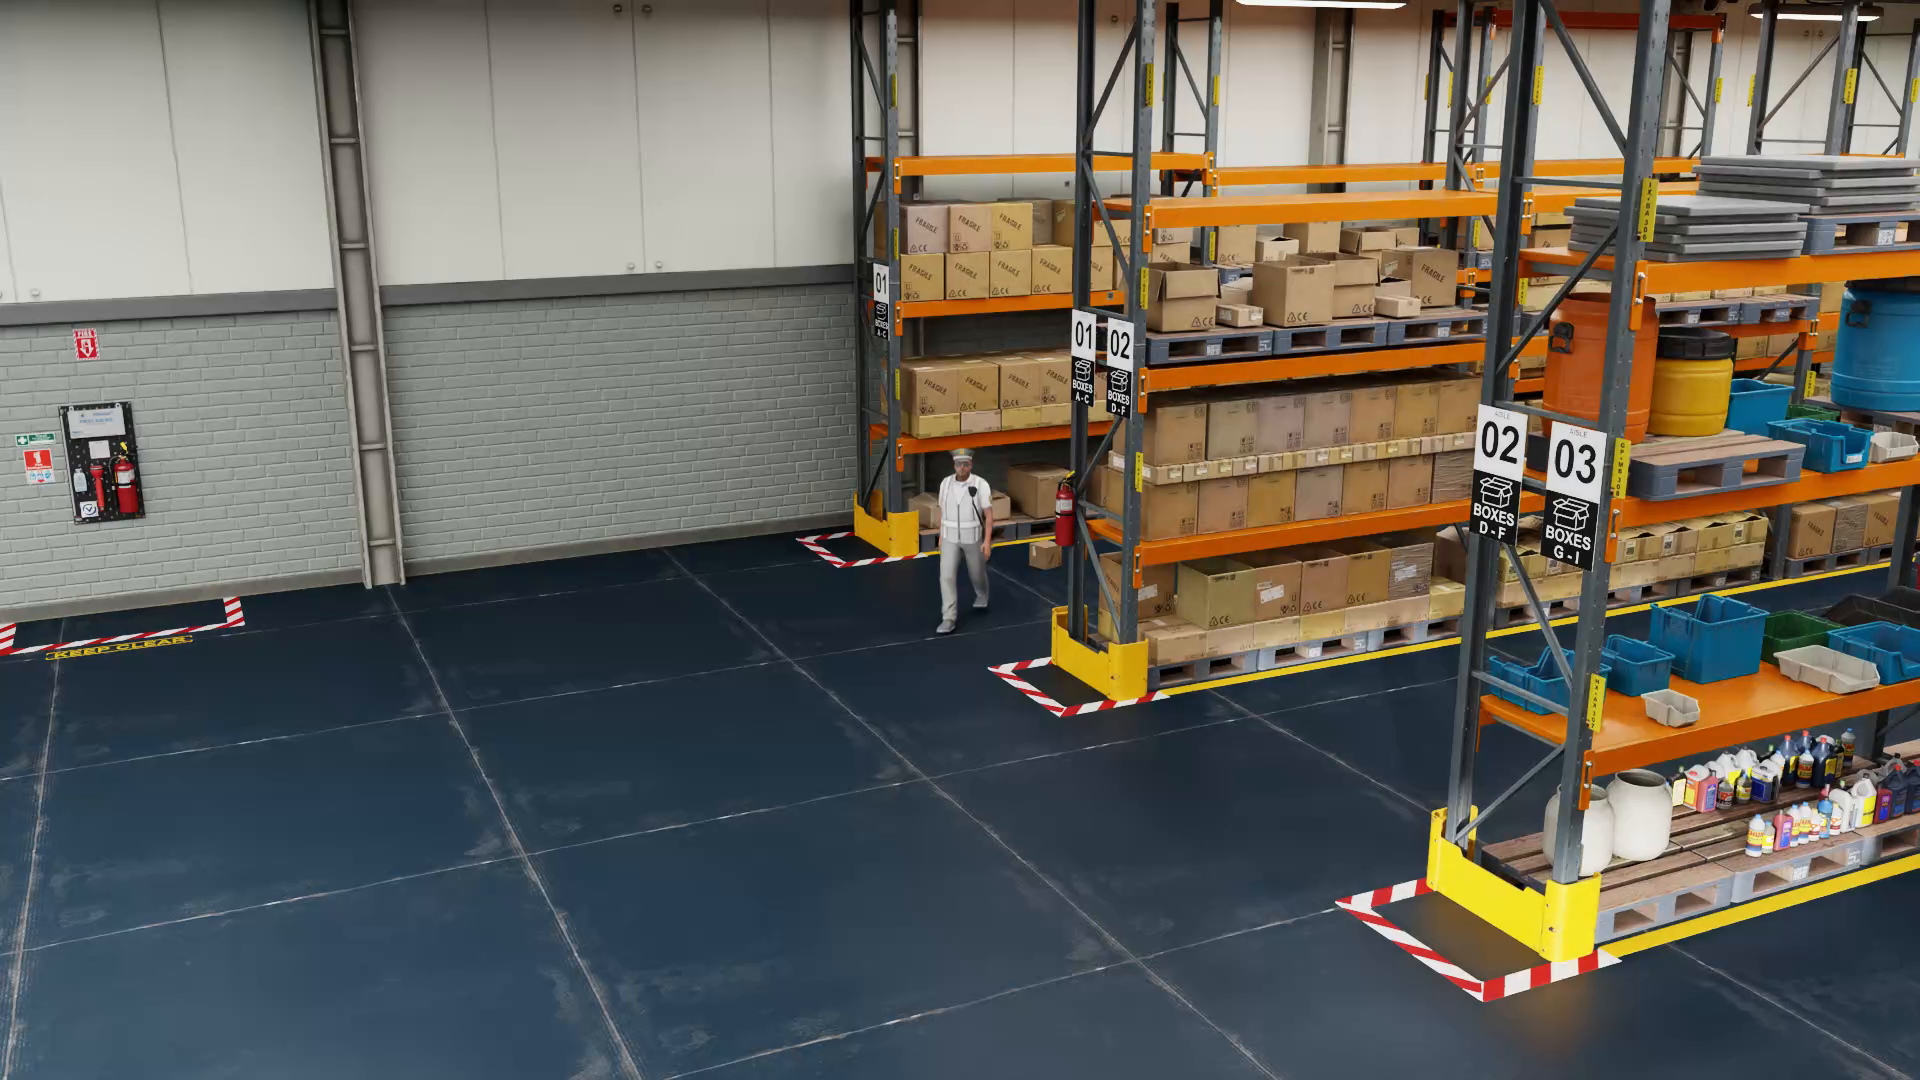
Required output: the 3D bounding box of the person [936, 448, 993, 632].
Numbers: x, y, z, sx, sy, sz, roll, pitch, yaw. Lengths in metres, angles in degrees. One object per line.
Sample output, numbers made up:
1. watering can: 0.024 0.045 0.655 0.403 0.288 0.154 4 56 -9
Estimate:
1. person: 0.043 -0.039 15.932 0.564 1.724 1.050 3 15 9
